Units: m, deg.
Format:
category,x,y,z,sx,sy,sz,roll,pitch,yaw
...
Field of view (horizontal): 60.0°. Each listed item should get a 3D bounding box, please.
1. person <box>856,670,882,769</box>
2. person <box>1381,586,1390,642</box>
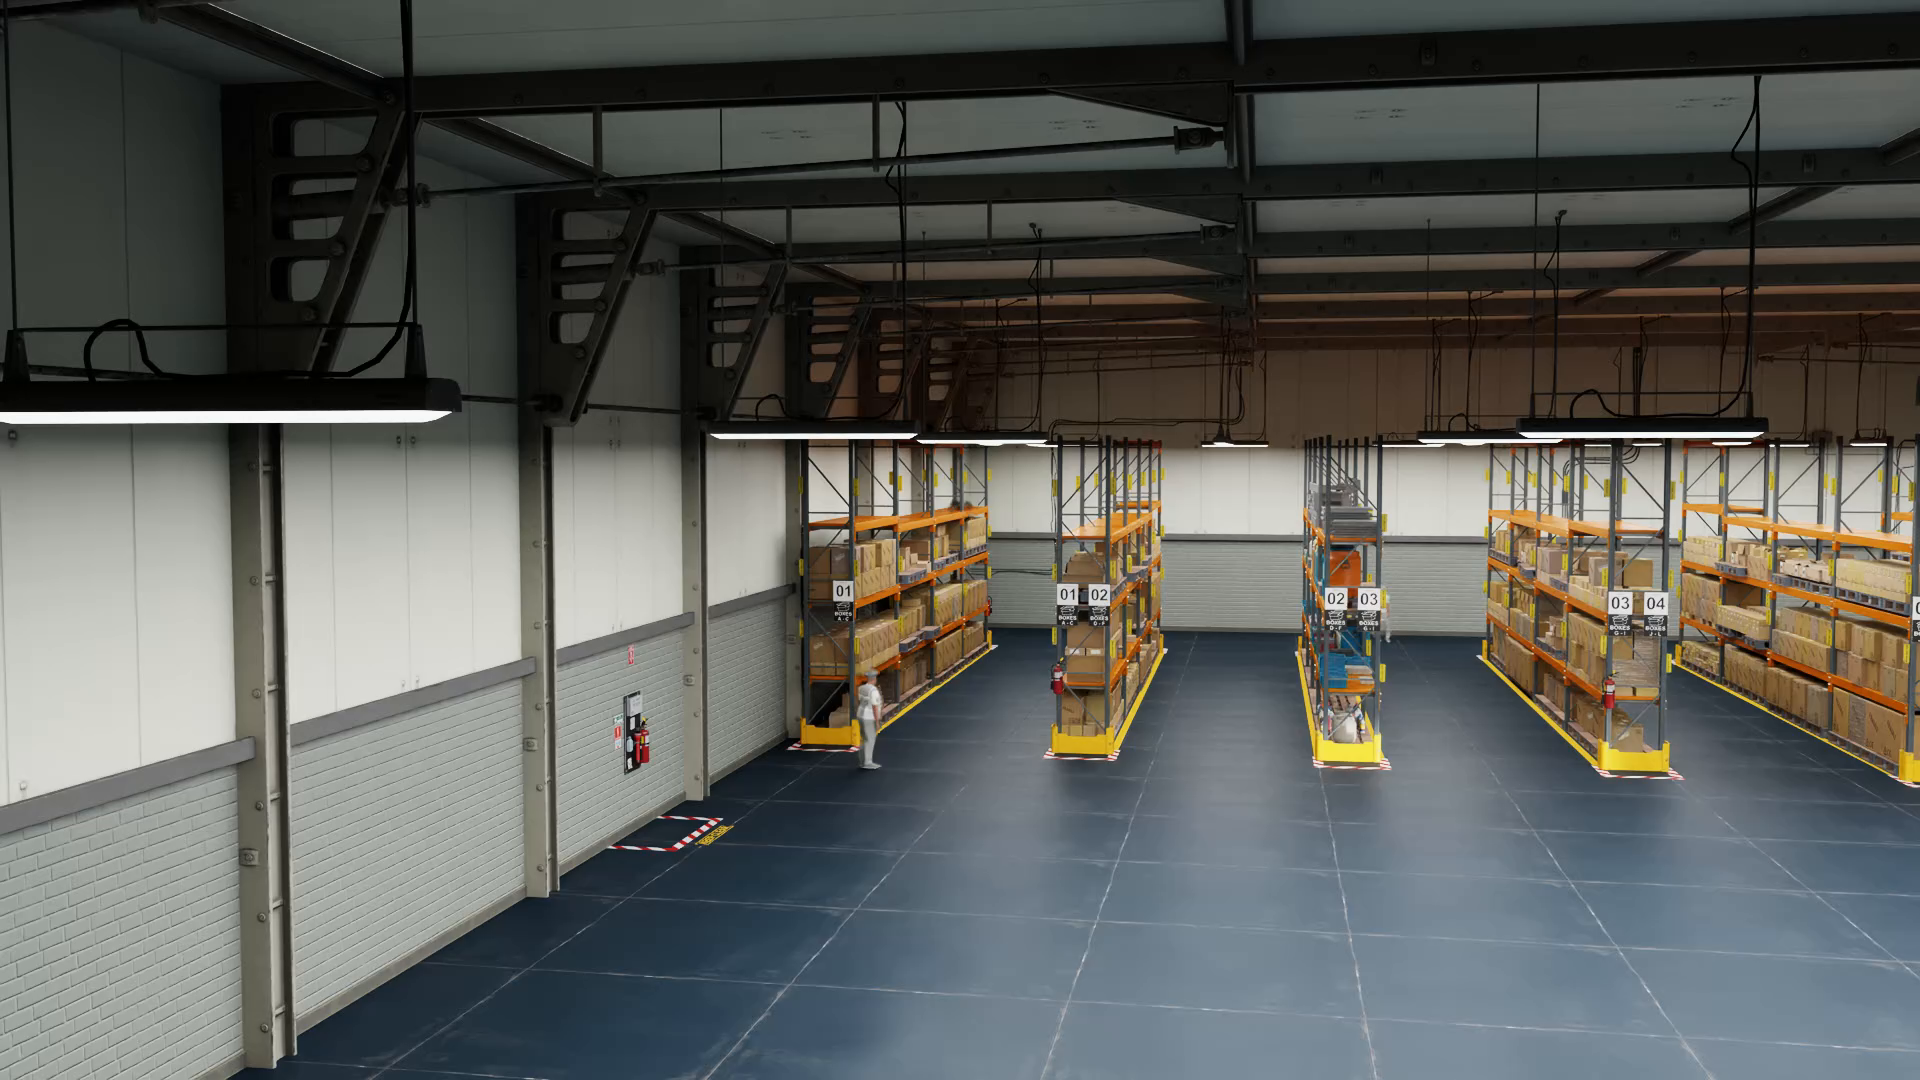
category,x,y,z,sx,sy,sz,roll,pitch,yaw
person,-1.628,3.225,29.883,0.406,1.770,0.570,-2,4,-31
person,12.651,2.201,49.811,0.501,1.675,0.419,1,3,23
